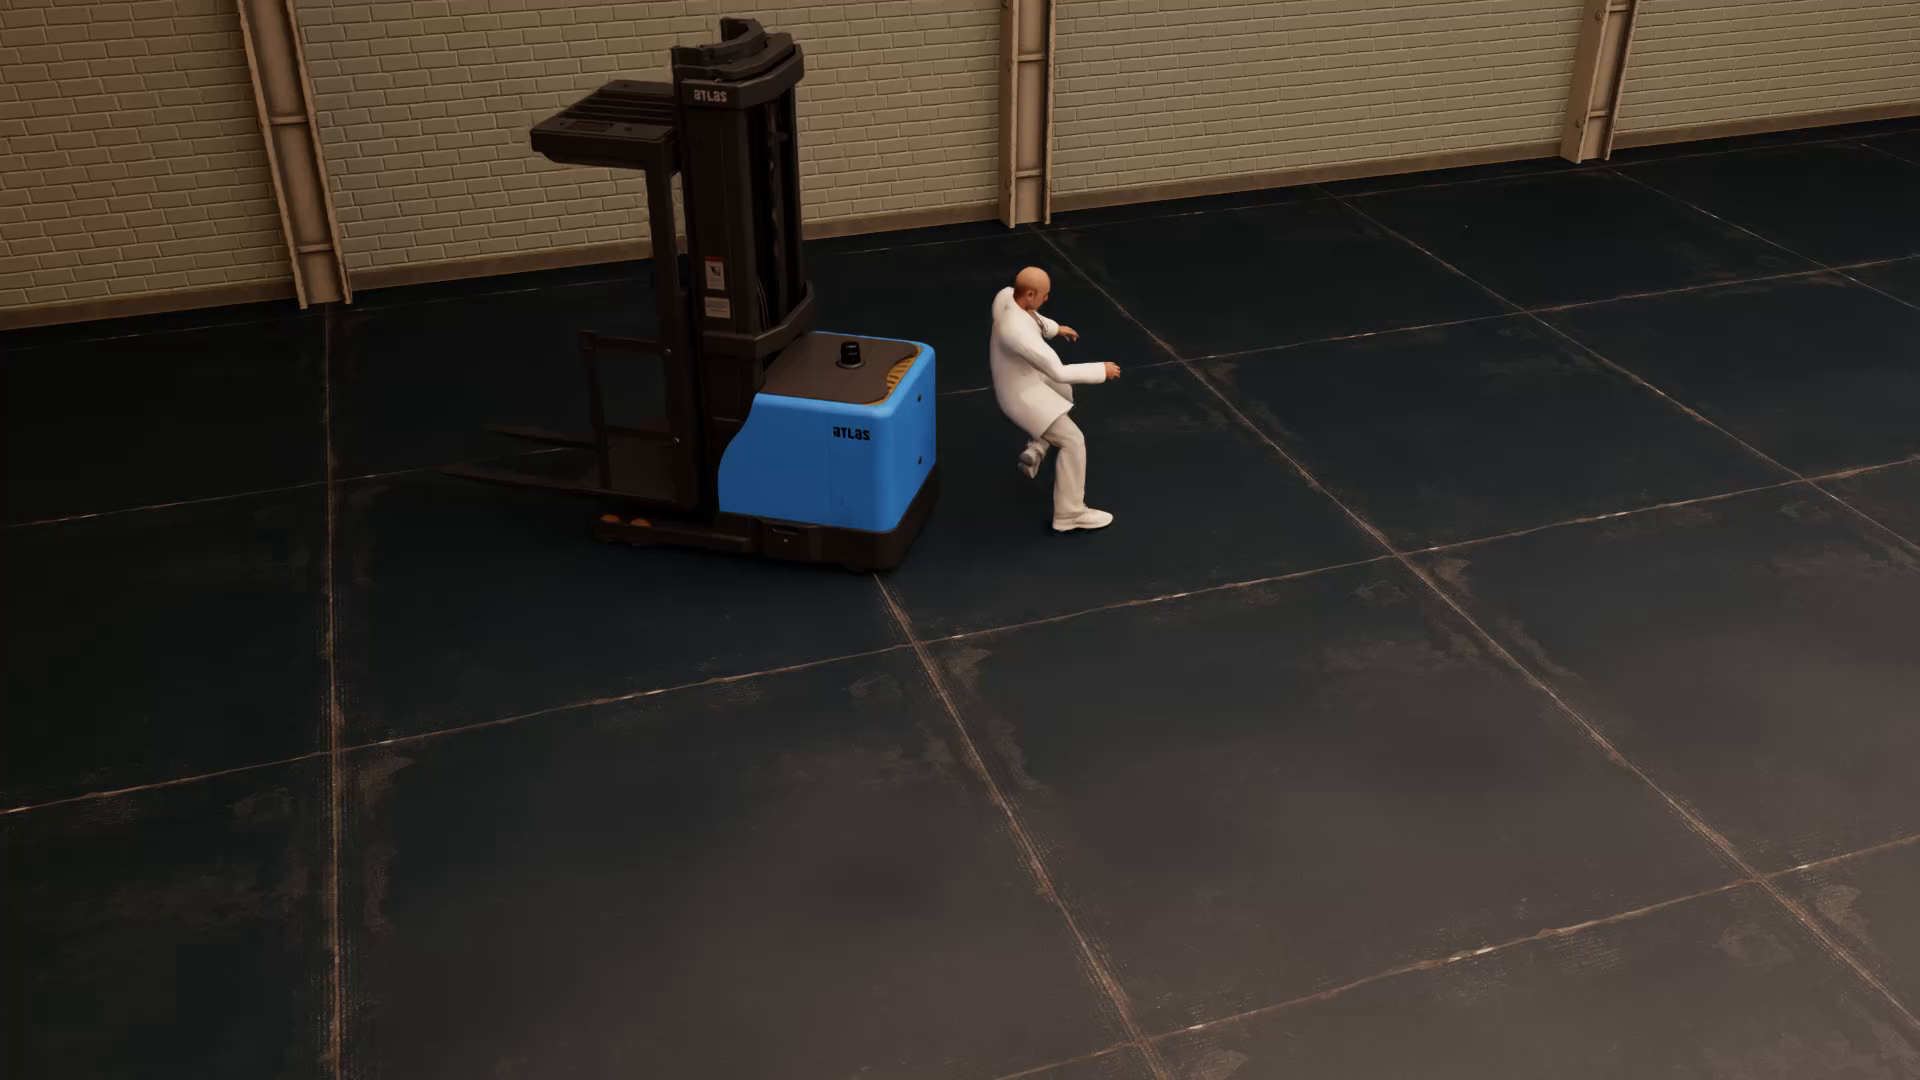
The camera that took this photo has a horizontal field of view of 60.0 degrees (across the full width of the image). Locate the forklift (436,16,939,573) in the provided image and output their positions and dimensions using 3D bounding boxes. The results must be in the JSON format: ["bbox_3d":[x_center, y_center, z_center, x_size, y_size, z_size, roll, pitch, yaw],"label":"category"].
[{"bbox_3d":[-1.709,-1.475,9.650,3.031,2.935,1.130,8,31,13],"label":"forklift"}]

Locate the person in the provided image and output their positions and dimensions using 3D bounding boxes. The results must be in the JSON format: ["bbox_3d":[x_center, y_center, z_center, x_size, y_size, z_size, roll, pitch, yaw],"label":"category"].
[{"bbox_3d":[0.572,-0.942,10.089,0.773,1.566,0.886,-3,30,-5],"label":"person"}]
